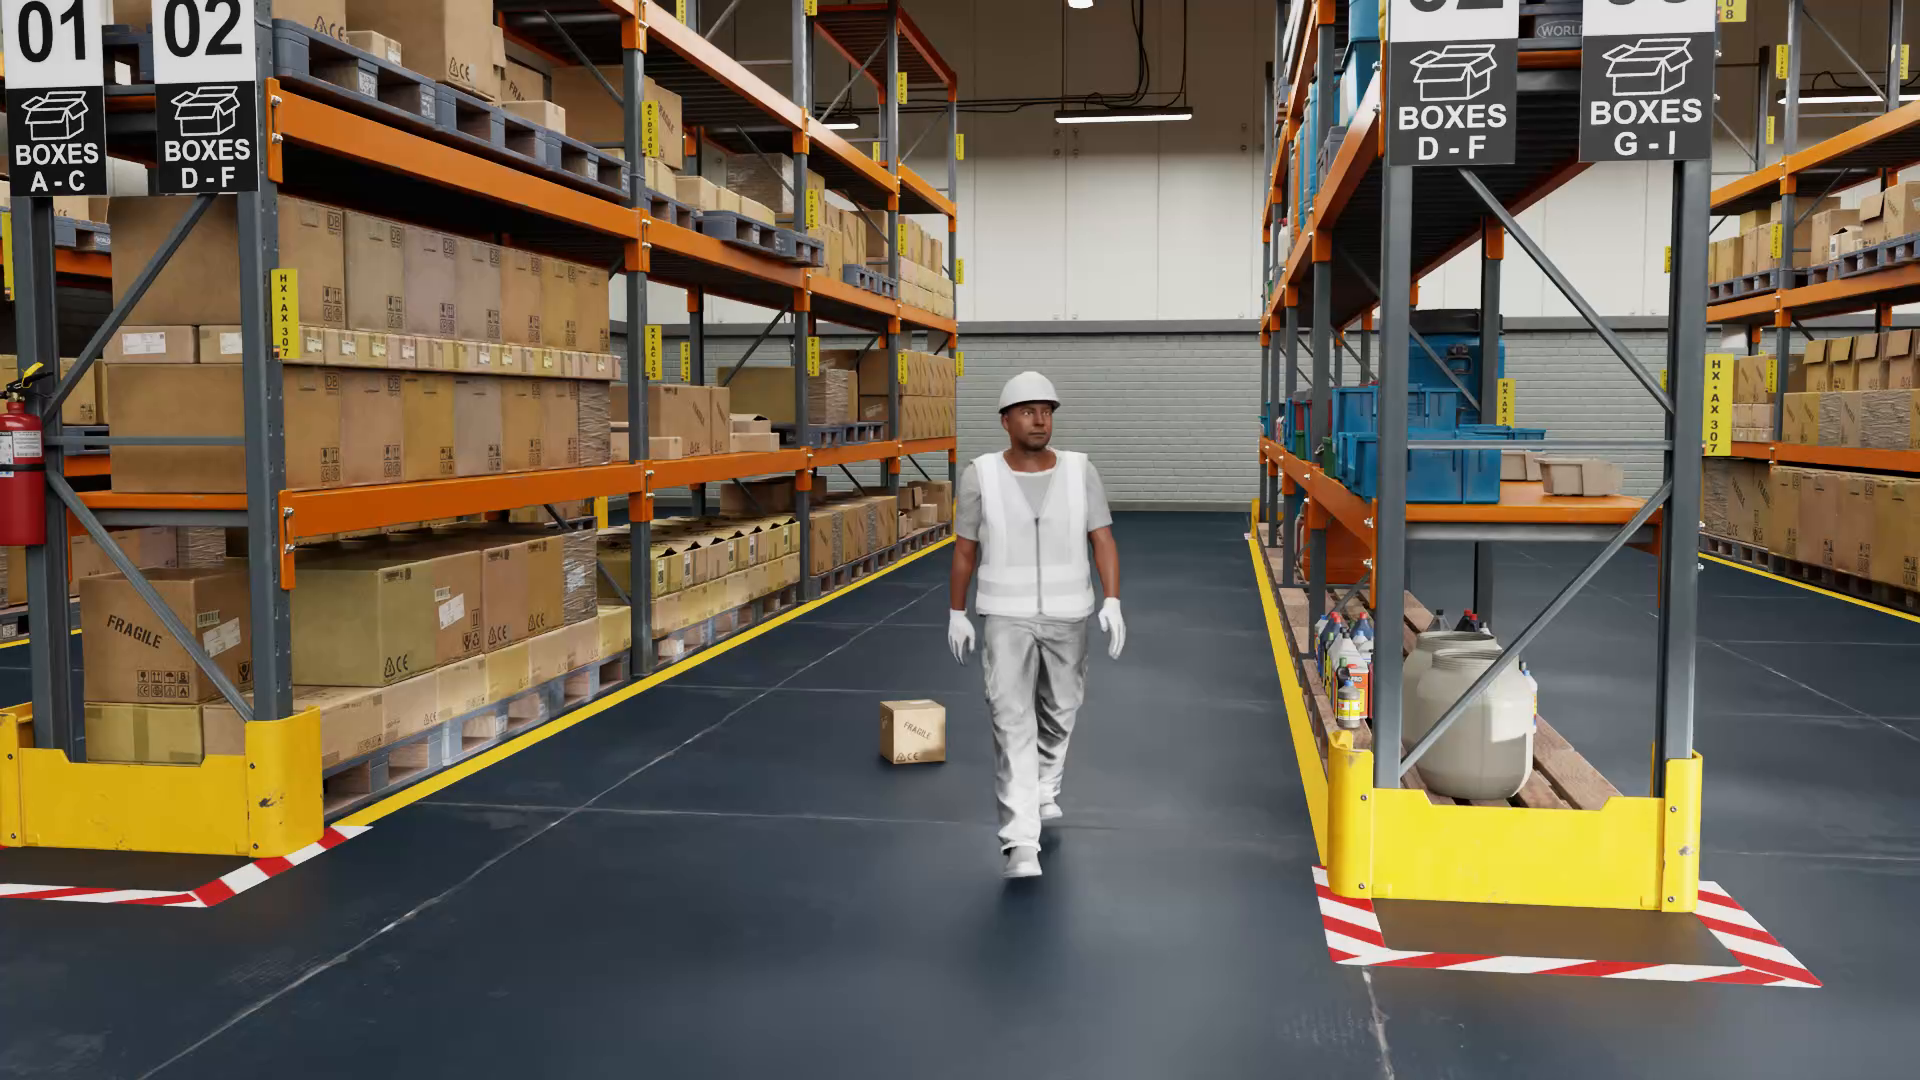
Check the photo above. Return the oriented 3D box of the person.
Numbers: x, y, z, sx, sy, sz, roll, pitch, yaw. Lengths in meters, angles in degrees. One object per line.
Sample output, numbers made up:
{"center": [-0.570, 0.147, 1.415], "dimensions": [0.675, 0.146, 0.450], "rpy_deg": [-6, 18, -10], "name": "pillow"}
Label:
{"center": [0.270, 0.272, 5.967], "dimensions": [0.603, 1.746, 1.038], "rpy_deg": [0, 4, -5], "name": "person"}
